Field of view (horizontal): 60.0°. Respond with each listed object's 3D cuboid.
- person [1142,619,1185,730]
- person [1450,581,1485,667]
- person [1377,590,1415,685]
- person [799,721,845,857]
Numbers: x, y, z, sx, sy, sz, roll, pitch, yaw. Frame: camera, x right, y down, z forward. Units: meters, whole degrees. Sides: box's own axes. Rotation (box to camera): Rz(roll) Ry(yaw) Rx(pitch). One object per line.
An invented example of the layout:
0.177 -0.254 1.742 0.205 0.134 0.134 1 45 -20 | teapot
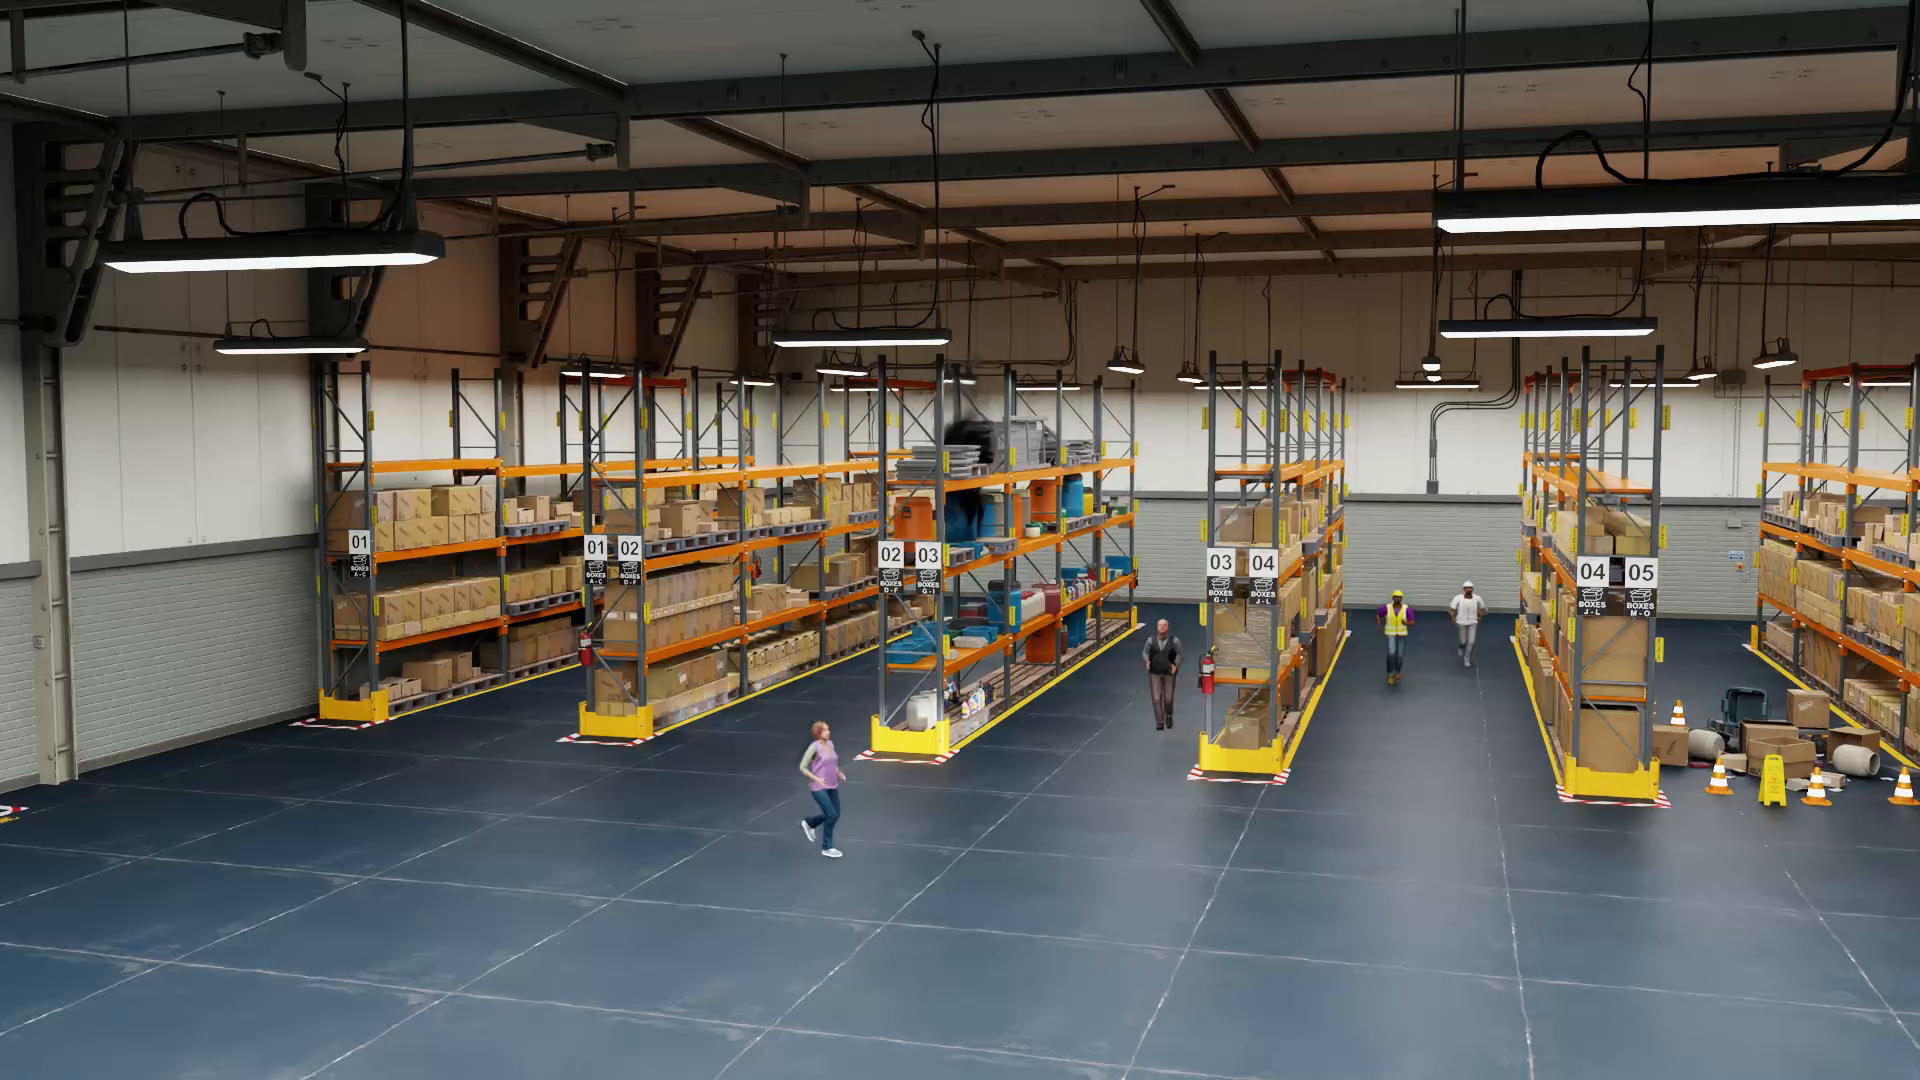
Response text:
3.086 2.063 25.384 0.656 1.691 0.561 1 4 13 | person
10.432 1.711 34.173 0.711 1.735 0.652 1 4 11 | person
8.320 1.859 31.732 0.669 1.823 0.751 1 4 7 | person
-1.619 2.856 19.176 0.637 1.550 0.540 3 5 35 | person
